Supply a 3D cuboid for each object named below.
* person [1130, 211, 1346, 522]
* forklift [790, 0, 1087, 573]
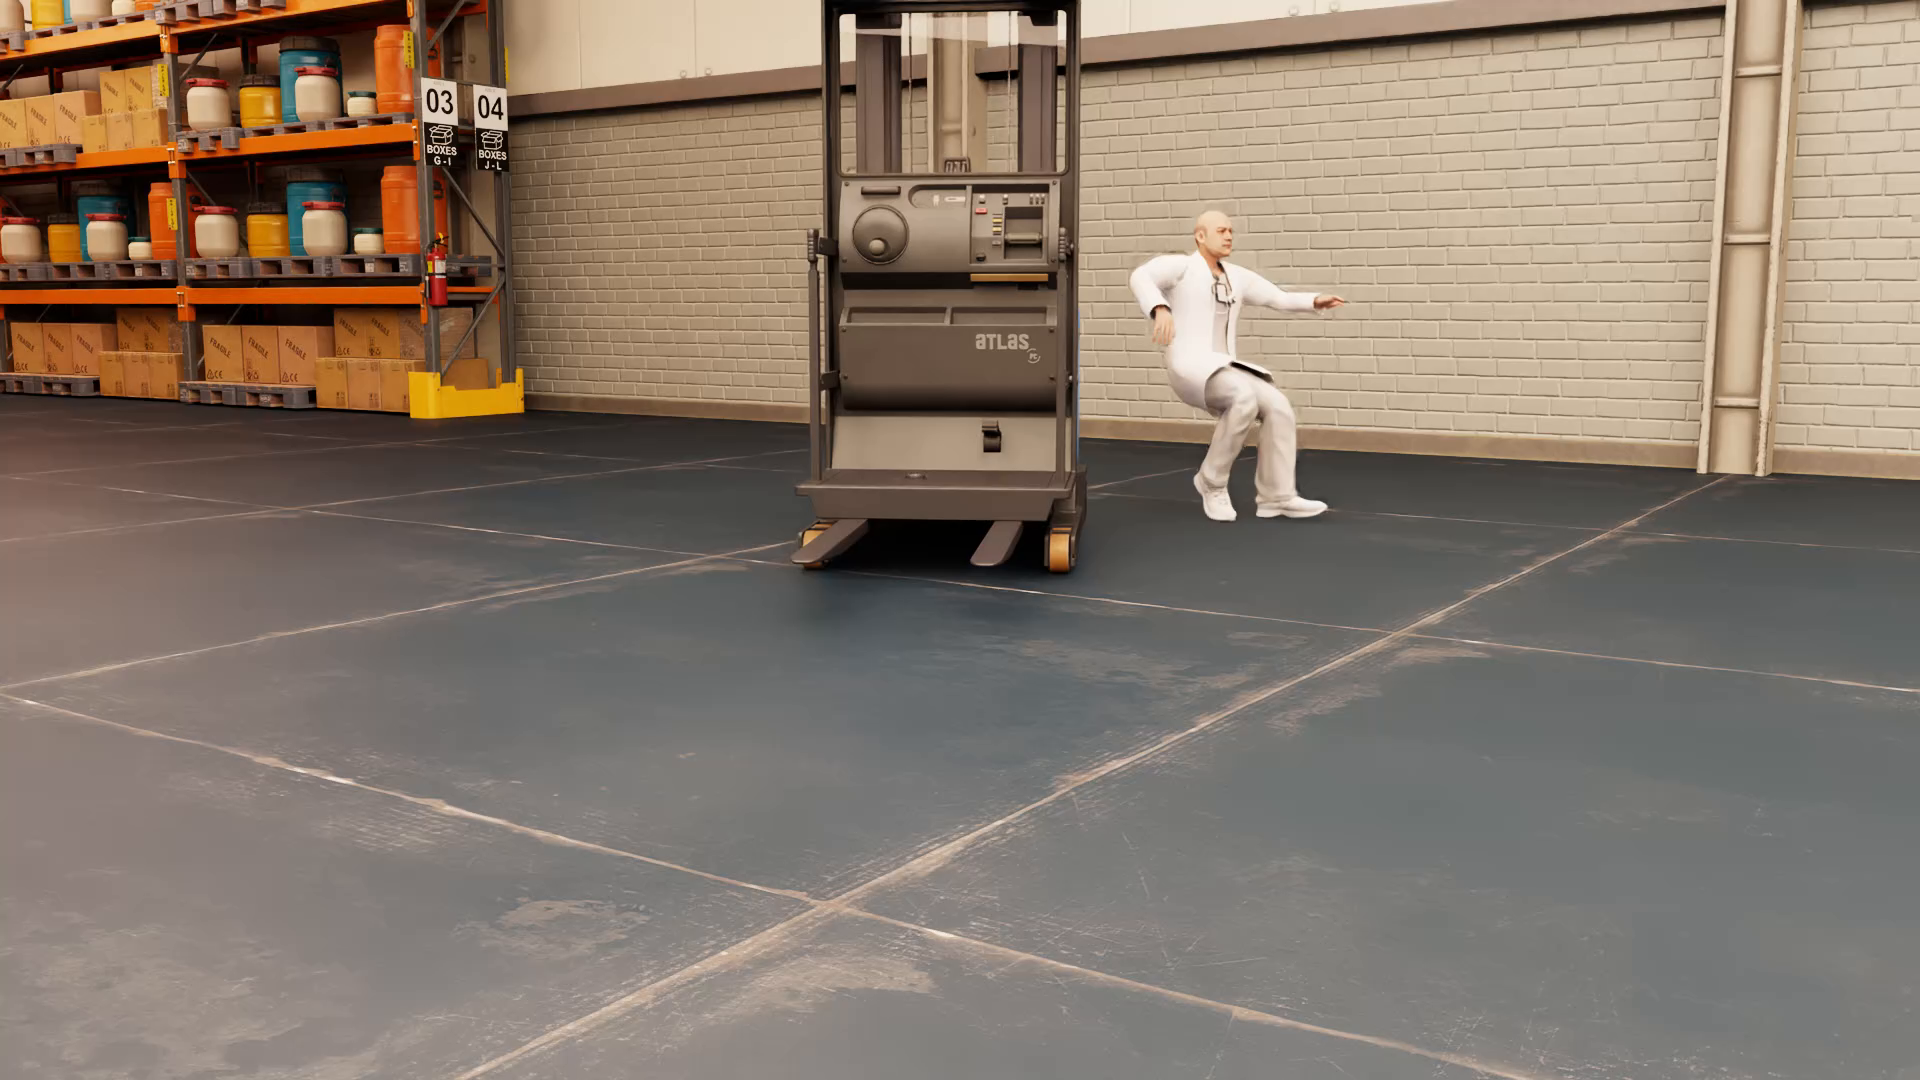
[{"bbox_3d":[1.397,-0.878,8.302,1.065,1.535,0.896,-7,11,-41],"label":"person"},{"bbox_3d":[-0.064,-1.366,6.796,1.130,2.935,3.031,1,8,6],"label":"forklift"}]
